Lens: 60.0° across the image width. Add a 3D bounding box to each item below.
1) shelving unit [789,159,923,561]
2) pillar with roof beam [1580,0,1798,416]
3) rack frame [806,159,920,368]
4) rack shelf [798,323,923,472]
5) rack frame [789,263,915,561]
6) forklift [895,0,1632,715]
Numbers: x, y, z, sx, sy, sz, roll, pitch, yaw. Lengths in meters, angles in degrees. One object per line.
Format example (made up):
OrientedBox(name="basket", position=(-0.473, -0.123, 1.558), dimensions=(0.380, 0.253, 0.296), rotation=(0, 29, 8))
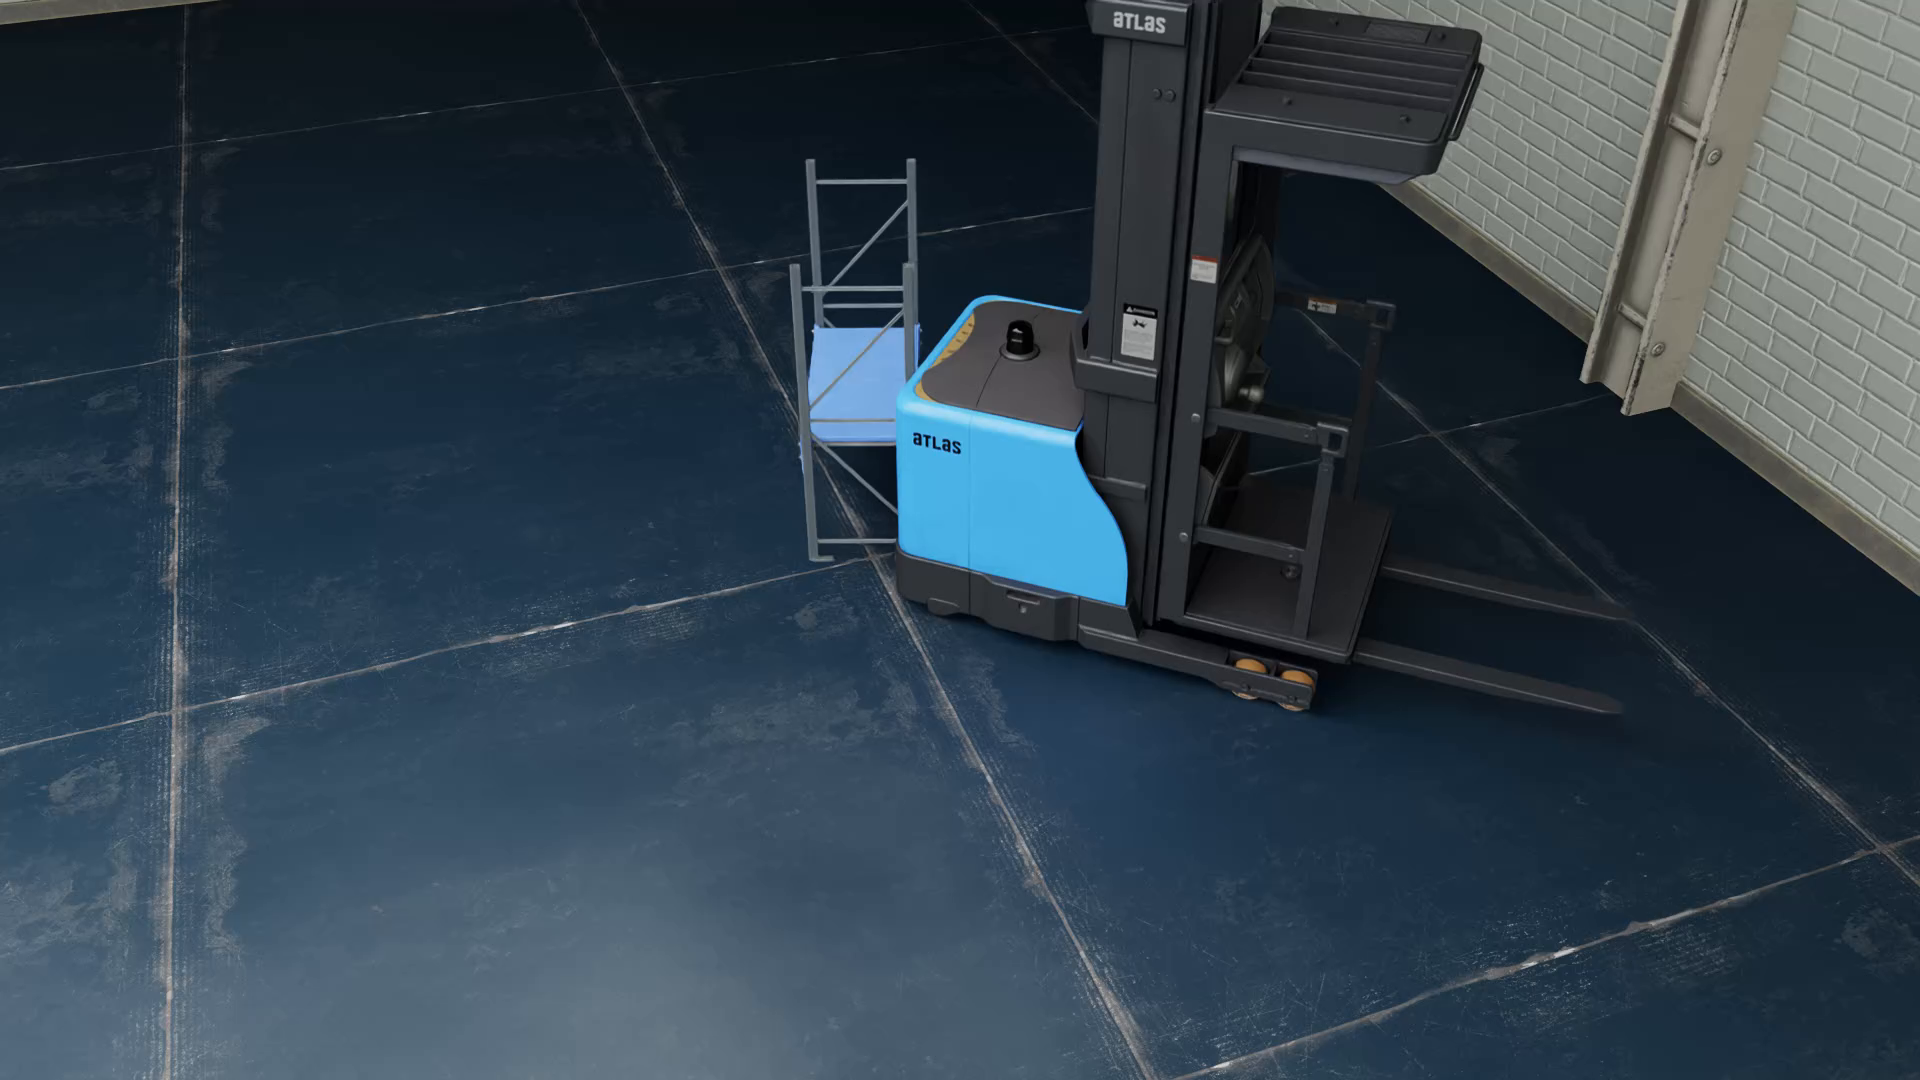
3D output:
OrientedBox(name="shelving unit", position=(-0.445, -0.818, 7.589), dimensions=(0.538, 1.500, 1.048), rotation=(0, 37, 0))
OrientedBox(name="pillar with roof beam", position=(-0.519, -3.487, 4.900), dimensions=(9.100, 9.000, 0.400), rotation=(-12, 39, -16))
OrientedBox(name="rack frame", position=(-0.450, -1.124, 7.995), dimensions=(0.500, 1.500, 0.032), rotation=(0, 37, 0))
OrientedBox(name="rack shelf", position=(-0.445, -0.674, 7.698), dimensions=(0.538, 0.185, 1.000), rotation=(0, 37, 0))
OrientedBox(name="rack frame", position=(-0.440, -0.512, 7.183), dimensions=(0.500, 1.500, 0.032), rotation=(0, 37, 0))
OrientedBox(name="forklift", position=(1.290, -0.834, 6.422), dimensions=(3.031, 2.935, 1.130), rotation=(13, 39, 17))
